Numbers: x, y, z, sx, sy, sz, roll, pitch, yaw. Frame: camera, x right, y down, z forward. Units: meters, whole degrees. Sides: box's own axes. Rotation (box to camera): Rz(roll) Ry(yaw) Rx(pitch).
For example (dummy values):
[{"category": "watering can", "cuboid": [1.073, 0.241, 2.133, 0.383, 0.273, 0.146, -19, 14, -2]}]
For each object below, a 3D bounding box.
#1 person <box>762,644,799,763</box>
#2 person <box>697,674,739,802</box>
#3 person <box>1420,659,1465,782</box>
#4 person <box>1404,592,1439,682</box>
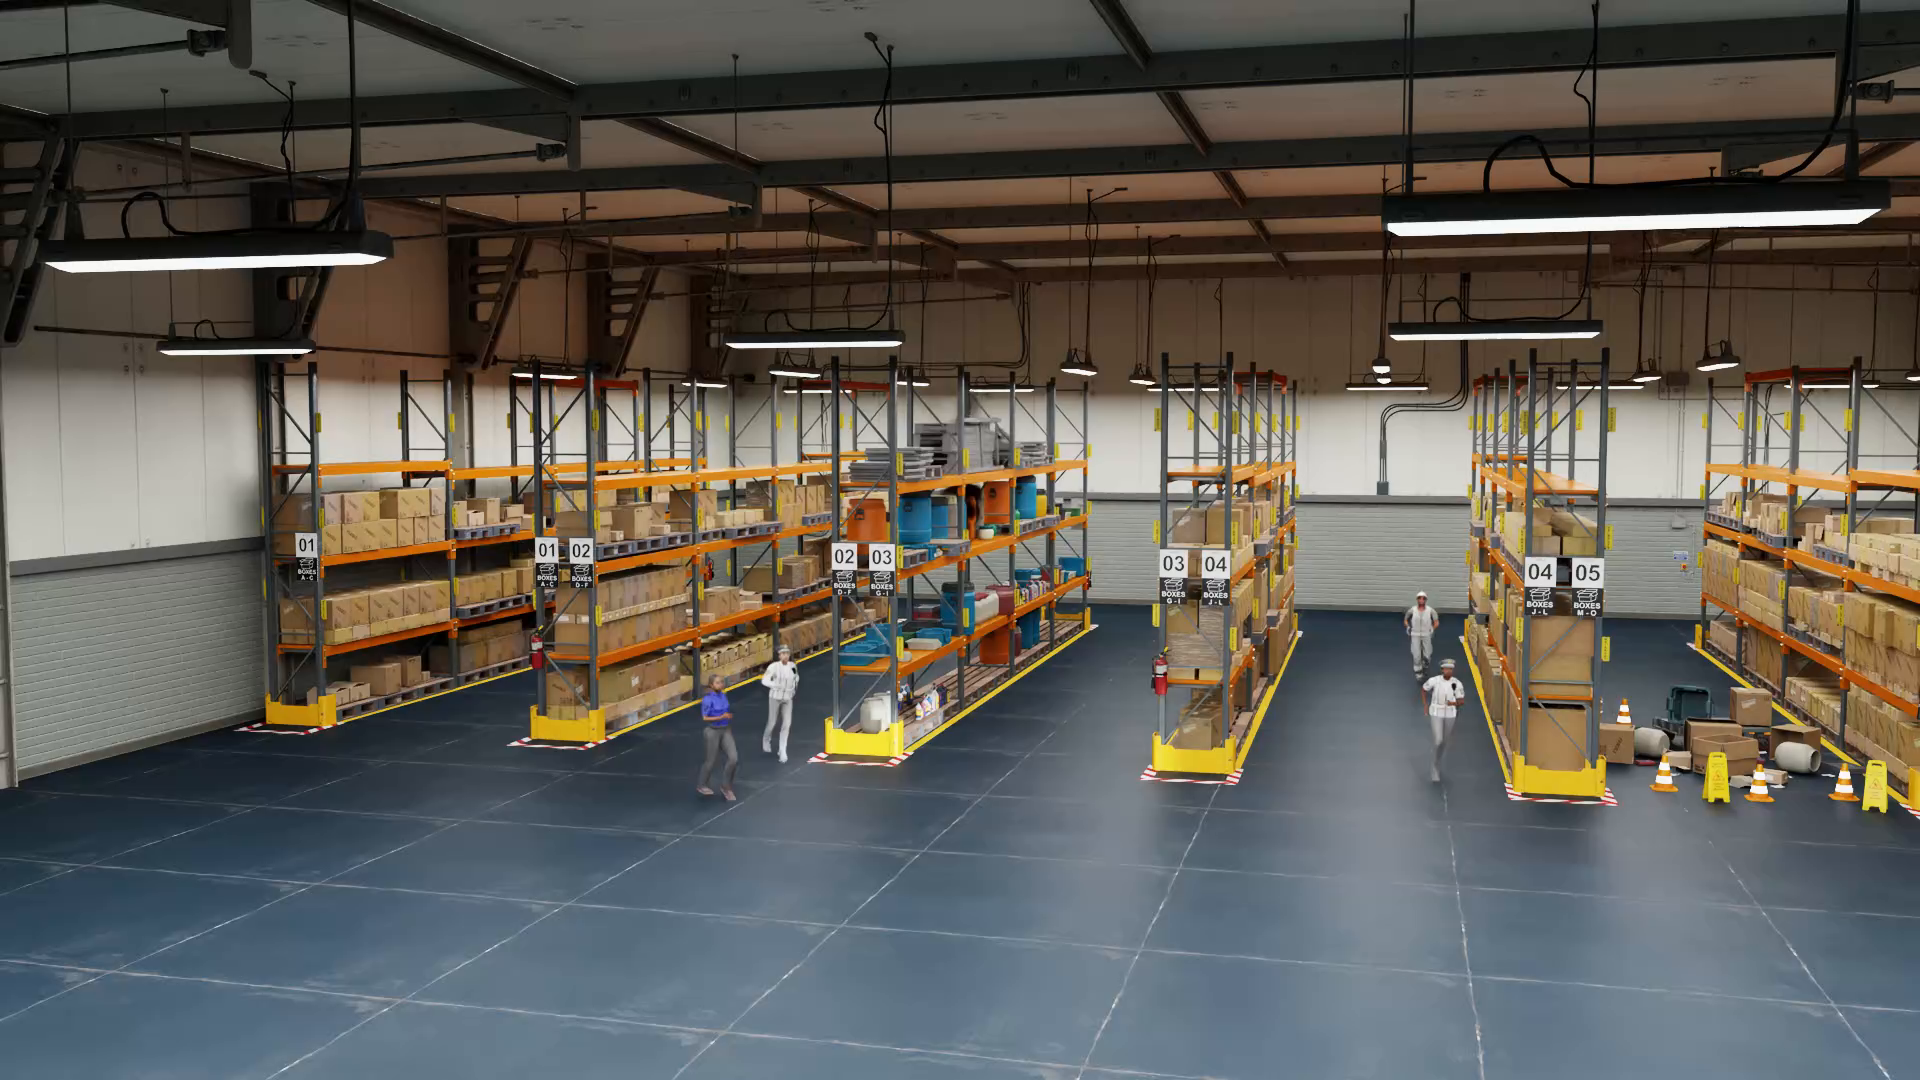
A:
[{"category": "person", "cuboid": [-2.671, 2.409, 24.897, 0.622, 1.723, 0.837, -2, 4, -21]}, {"category": "person", "cuboid": [-3.207, 2.632, 22.051, 0.702, 1.713, 0.555, 3, 5, 40]}, {"category": "person", "cuboid": [6.817, 2.525, 23.483, 0.549, 1.745, 0.717, 0, 4, 1]}, {"category": "person", "cuboid": [8.912, 1.873, 32.158, 0.654, 1.735, 0.622, 1, 4, 16]}]
